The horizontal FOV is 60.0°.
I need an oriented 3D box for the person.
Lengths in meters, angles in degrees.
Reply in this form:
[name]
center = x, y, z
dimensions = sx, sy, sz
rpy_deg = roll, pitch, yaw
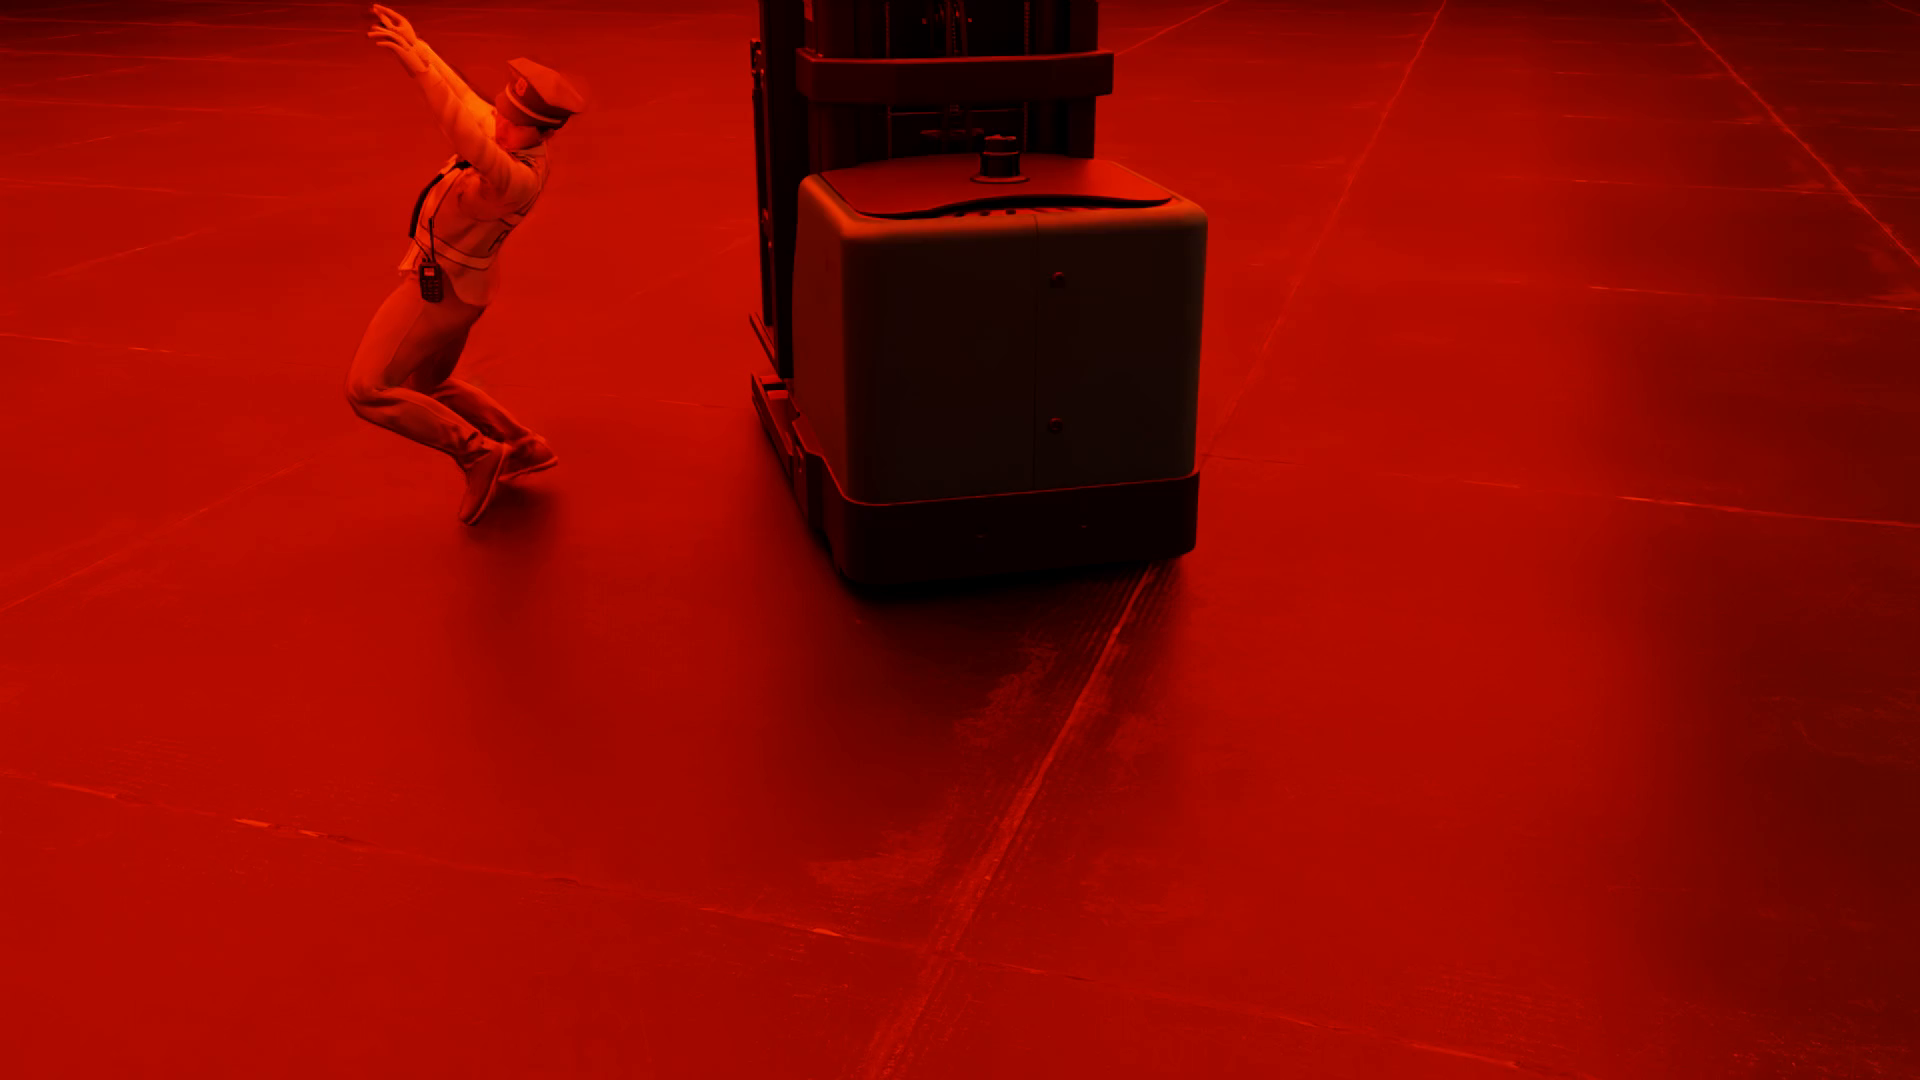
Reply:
[person]
center = -1.484, -0.814, 5.094
dimensions = 0.759, 1.539, 0.881
rpy_deg = -2, 23, -4

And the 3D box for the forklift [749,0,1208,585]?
[forklift]
center = -0.157, -1.762, 5.547
dimensions = 1.130, 2.935, 3.031
rpy_deg = -5, 23, -13
